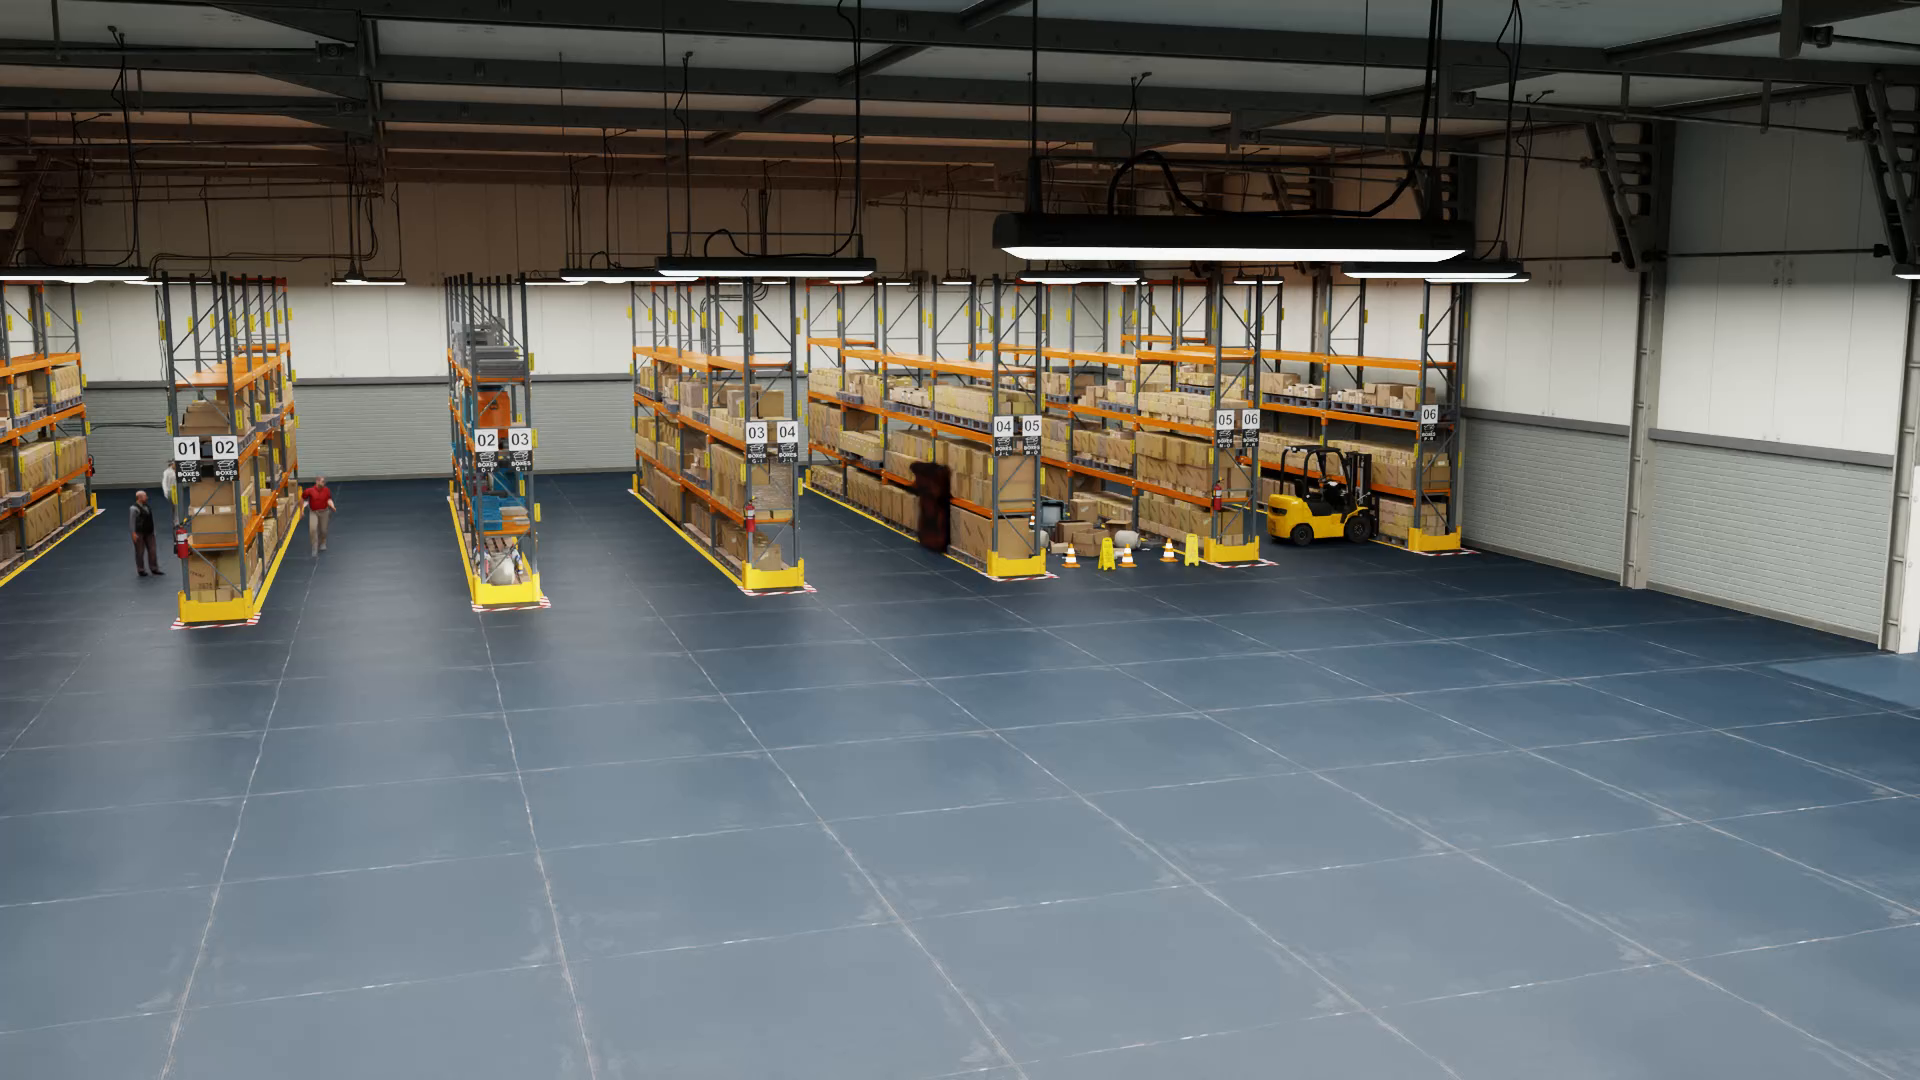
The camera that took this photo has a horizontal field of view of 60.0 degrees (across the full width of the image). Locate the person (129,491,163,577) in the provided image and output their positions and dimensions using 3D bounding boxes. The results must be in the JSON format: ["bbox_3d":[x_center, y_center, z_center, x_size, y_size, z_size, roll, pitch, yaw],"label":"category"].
[{"bbox_3d":[-16.360,-0.131,33.285,0.391,1.726,0.582,5,10,29],"label":"person"}]

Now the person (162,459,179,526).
[{"bbox_3d":[-19.111,-1.174,40.397,0.440,1.629,0.948,-2,9,-13],"label":"person"}]

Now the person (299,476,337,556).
[{"bbox_3d":[-13.971,-0.543,36.215,0.778,1.716,0.985,-3,9,-18],"label":"person"}]

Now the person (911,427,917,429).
[{"bbox_3d":[-1.318,-2.473,48.931,0.399,1.685,0.496,-3,9,-19],"label":"person"}]
